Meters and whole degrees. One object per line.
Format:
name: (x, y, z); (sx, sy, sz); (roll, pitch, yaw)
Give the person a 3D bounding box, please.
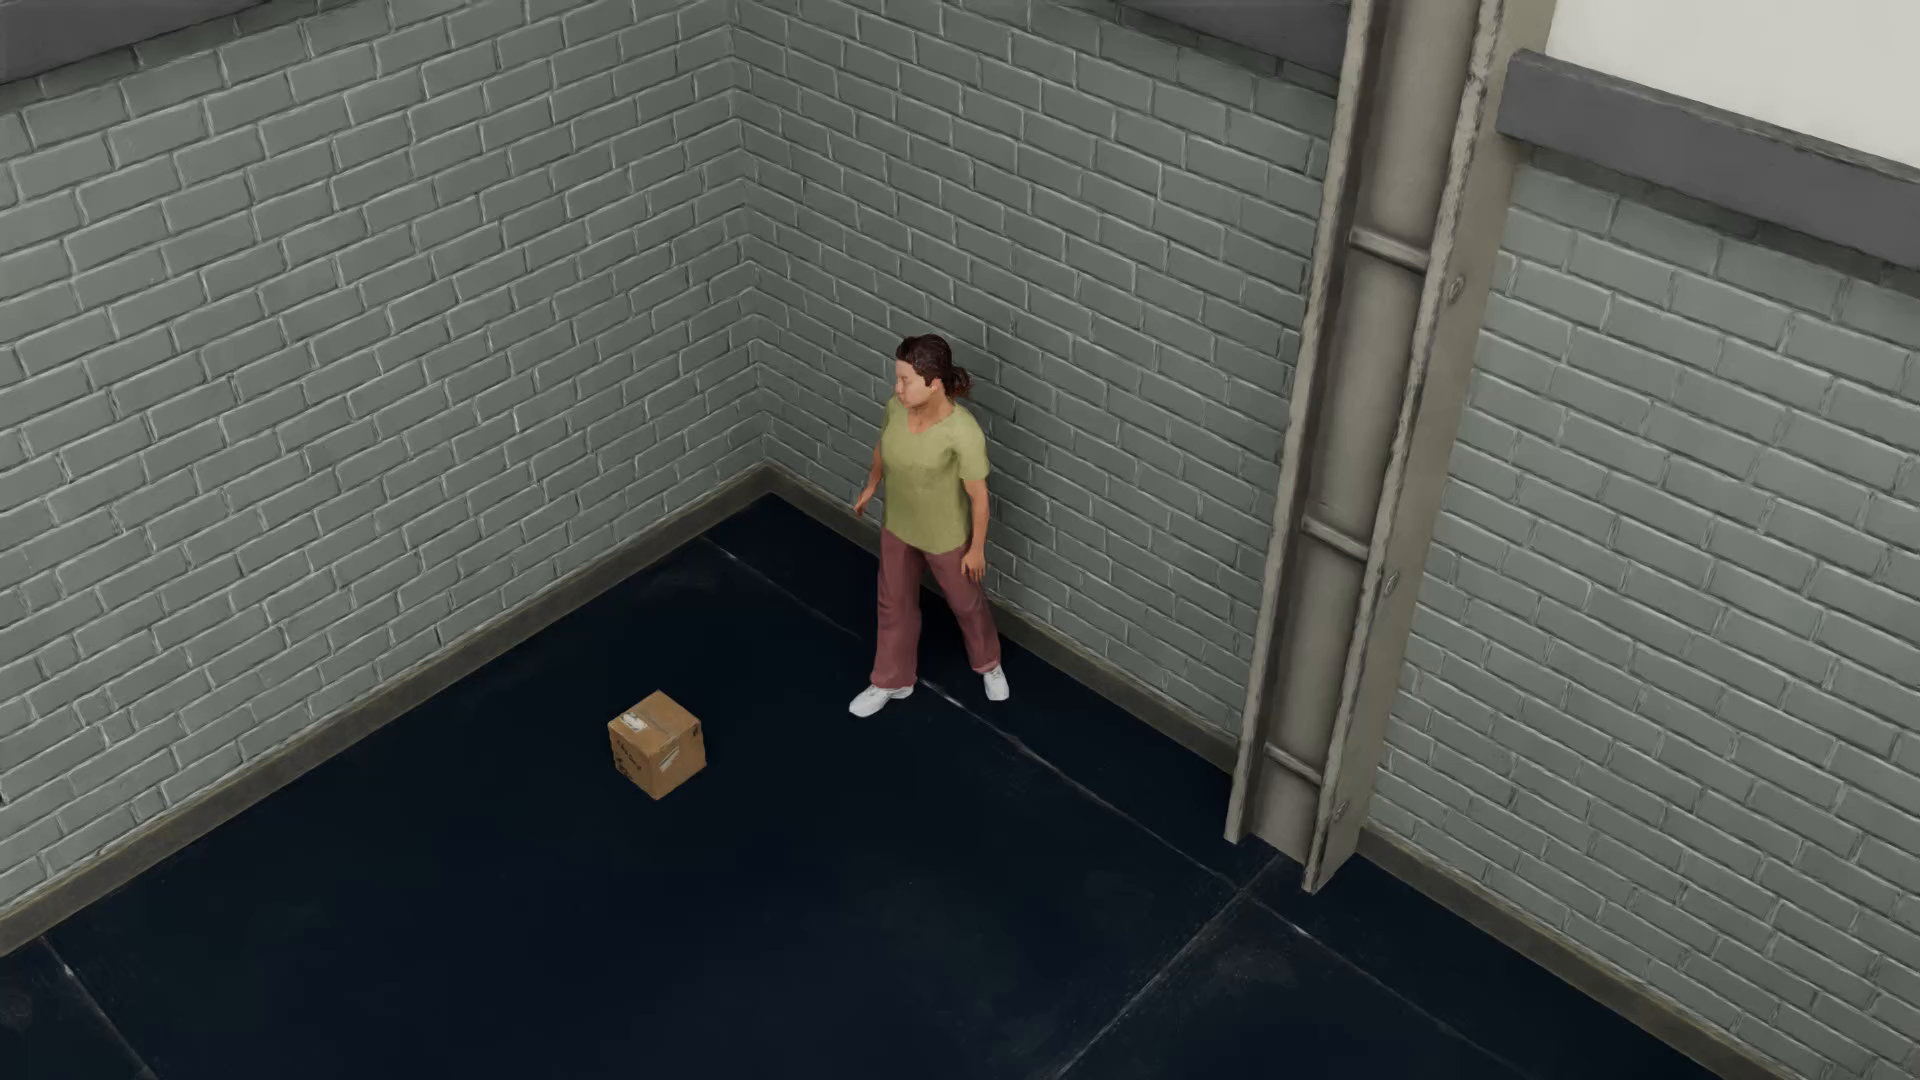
person: (-0.148, -0.041, 6.199); (0.661, 1.667, 0.621); (25, 45, 27)
